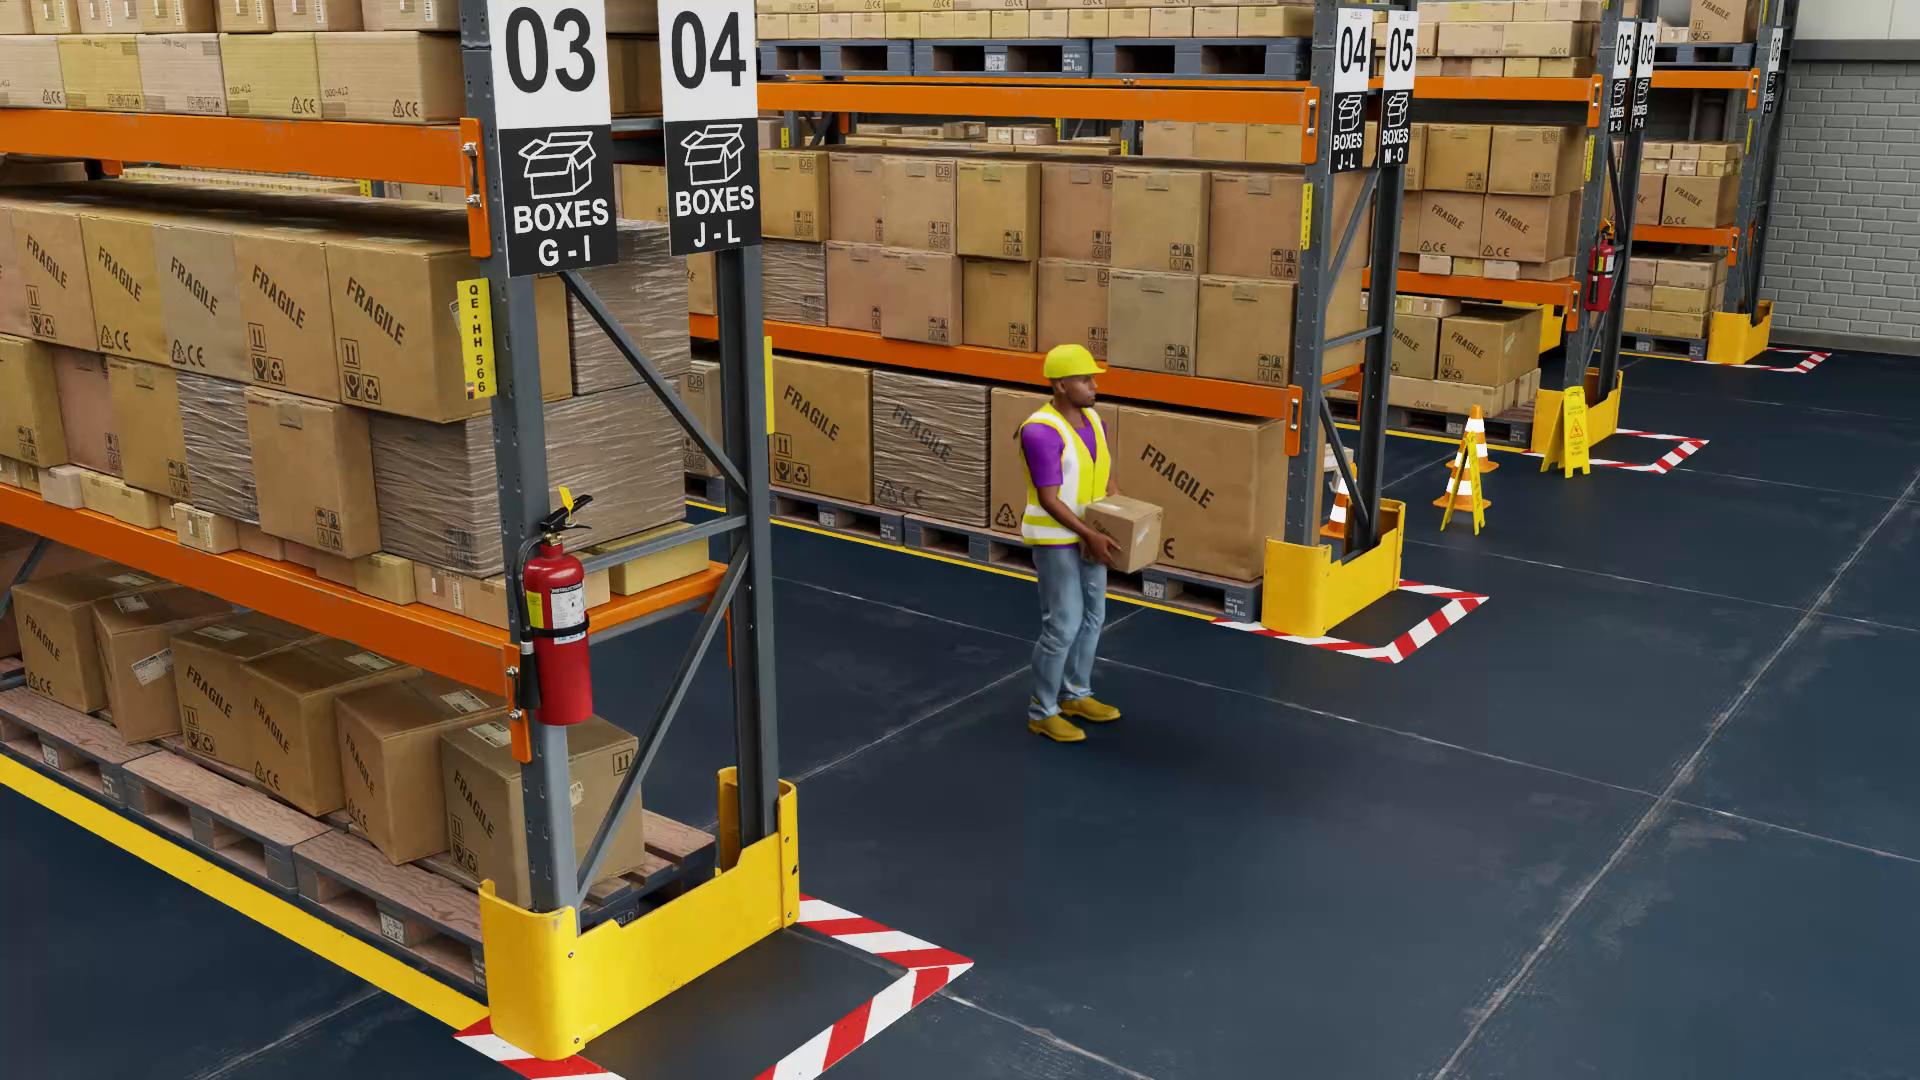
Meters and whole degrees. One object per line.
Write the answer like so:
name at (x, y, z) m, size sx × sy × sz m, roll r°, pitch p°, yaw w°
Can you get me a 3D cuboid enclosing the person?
person at (0.558, 0.014, 7.445) m, size 0.541 × 1.769 × 0.548 m, roll 12°, pitch 20°, yaw 34°
